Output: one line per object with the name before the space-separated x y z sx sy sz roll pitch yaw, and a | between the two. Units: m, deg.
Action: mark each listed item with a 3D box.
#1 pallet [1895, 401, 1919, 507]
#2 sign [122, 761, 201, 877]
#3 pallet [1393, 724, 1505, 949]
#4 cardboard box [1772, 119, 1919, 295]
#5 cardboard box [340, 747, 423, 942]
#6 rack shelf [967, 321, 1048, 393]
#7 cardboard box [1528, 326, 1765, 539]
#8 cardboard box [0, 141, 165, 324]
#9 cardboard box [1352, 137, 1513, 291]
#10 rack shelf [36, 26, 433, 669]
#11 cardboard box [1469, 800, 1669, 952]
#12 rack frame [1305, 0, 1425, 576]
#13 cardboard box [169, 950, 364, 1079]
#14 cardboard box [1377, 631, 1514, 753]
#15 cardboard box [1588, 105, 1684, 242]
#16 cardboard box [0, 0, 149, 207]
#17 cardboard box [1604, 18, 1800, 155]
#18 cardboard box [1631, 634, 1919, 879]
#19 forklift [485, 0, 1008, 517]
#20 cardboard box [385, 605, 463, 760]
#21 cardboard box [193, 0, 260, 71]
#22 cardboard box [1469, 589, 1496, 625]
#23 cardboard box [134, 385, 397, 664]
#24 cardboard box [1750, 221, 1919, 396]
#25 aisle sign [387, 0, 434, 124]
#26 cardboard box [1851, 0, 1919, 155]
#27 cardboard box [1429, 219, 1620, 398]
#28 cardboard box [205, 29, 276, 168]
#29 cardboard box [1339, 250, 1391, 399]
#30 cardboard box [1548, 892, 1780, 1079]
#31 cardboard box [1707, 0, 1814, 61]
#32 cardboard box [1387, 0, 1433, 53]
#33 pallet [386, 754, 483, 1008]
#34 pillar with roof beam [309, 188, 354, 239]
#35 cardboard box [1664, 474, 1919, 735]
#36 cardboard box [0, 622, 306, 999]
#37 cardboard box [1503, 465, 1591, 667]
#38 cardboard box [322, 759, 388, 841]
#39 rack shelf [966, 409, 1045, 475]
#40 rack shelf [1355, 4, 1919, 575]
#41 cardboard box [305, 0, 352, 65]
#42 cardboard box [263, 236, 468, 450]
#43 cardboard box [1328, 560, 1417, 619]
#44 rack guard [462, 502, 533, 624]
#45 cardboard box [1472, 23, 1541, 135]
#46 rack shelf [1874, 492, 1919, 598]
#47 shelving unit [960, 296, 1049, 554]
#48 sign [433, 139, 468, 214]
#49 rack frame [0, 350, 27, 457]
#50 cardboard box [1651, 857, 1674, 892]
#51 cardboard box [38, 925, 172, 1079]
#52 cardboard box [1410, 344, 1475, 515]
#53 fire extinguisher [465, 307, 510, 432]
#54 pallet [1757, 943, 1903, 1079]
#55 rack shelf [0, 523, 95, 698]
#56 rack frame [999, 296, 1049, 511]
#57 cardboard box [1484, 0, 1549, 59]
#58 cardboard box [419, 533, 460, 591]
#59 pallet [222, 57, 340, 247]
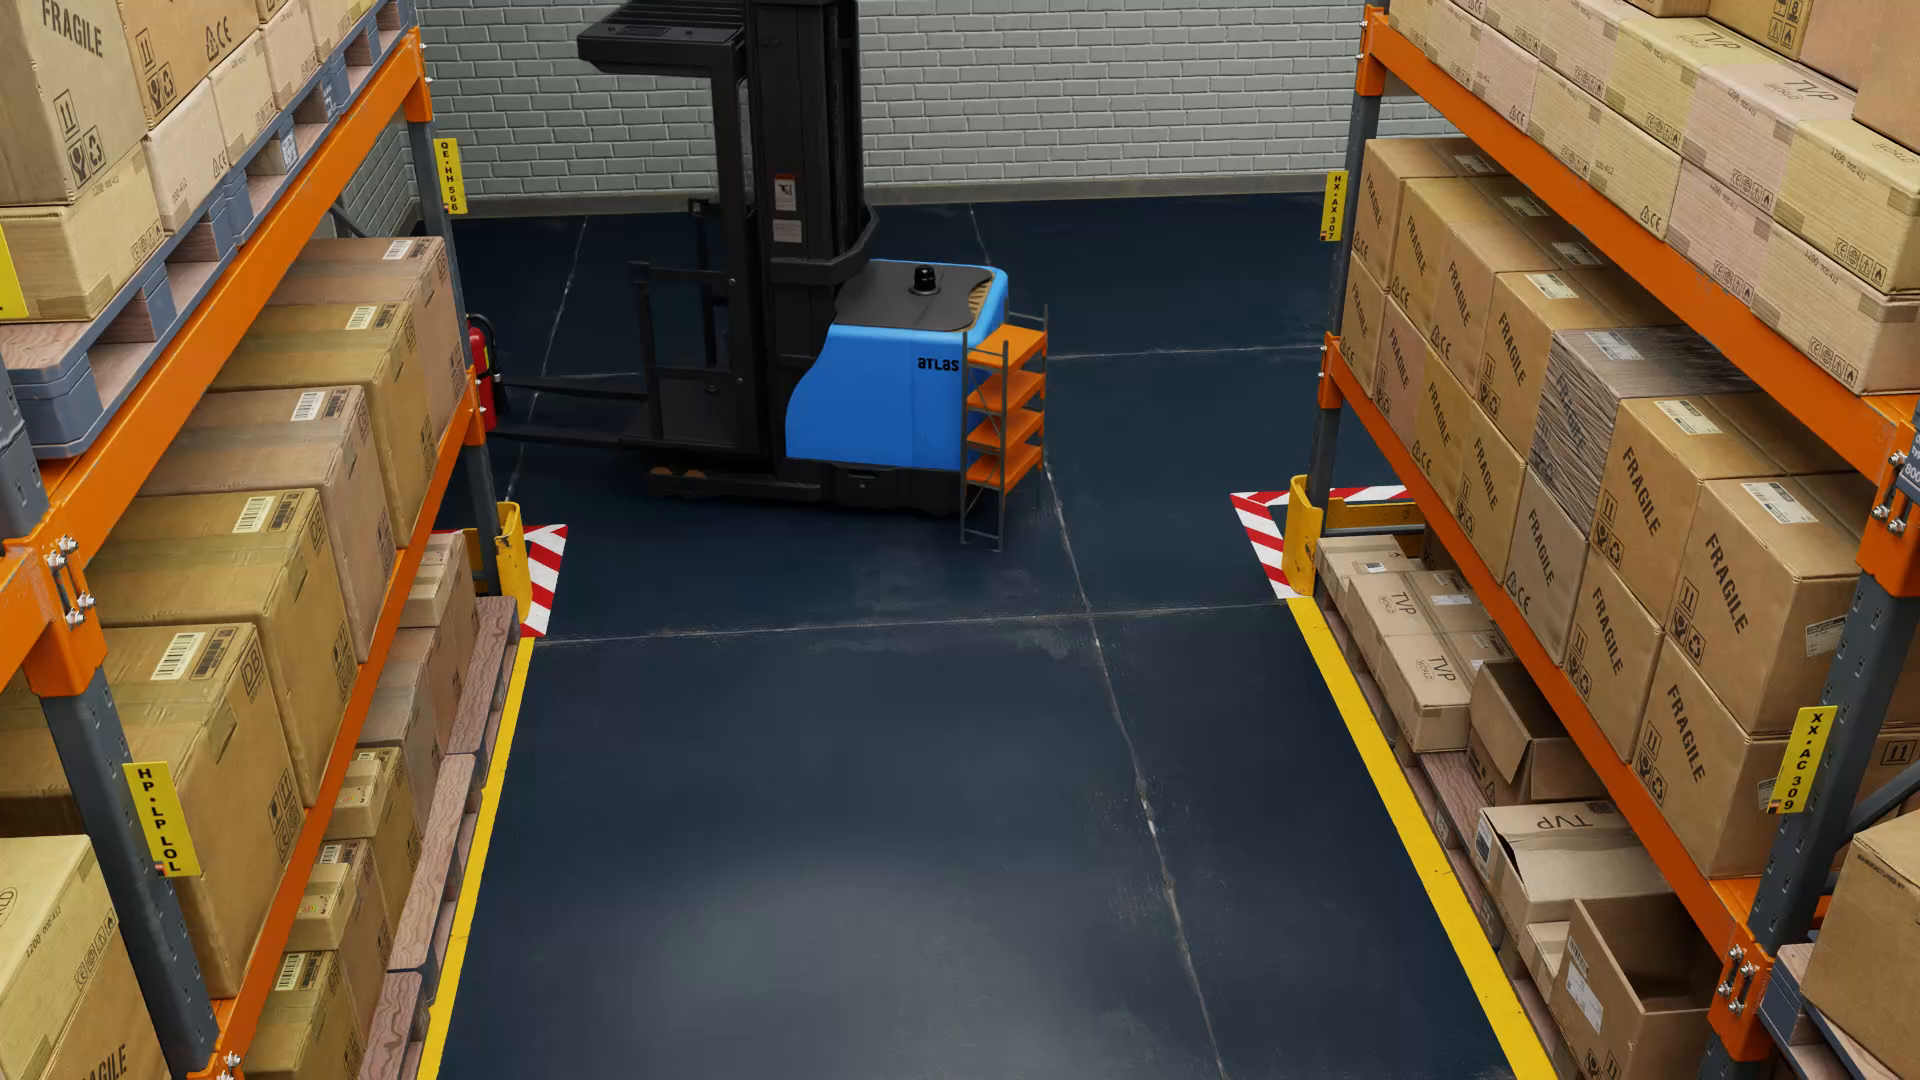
pallet | 2.595 0.012 3.063 1.213 0.211 1.003 -3 31 -5
sign | -1.788 0.628 3.721 0.100 0.325 0.005 -3 31 -5
pallet | 2.424 1.105 6.694 1.003 0.211 1.213 -3 31 -5
cardboard box | 2.289 -0.790 3.882 0.500 0.250 0.500 -3 31 -5
cardboard box | -2.384 1.110 5.995 0.700 0.500 0.500 -2 31 -3
rack shelf | 0.228 -0.923 8.355 0.258 0.148 0.480 15 34 22
cardboard box | 2.202 -0.354 5.345 0.500 0.500 0.500 -3 31 -4
cardboard box | -2.129 -0.690 3.694 0.500 0.250 0.500 -3 31 -5
cardboard box | 2.010 -1.392 7.083 0.500 0.500 0.500 -2 31 -3
rack shelf | -2.514 -0.878 5.071 1.077 0.370 4.000 -3 31 -5
cardboard box | 2.199 1.188 6.029 0.500 0.311 0.500 -3 31 -5
rack frame | 2.231 -1.159 7.766 1.000 3.000 0.127 -3 31 -5
cardboard box | -2.295 1.628 5.127 0.700 0.500 0.500 -2 31 -4
cardboard box | 2.092 0.634 7.016 0.500 0.250 0.500 -3 31 -5
cardboard box | 2.203 -1.087 4.865 0.500 0.250 0.500 -3 31 -5
cardboard box | -2.115 -1.024 3.522 0.500 0.500 0.500 -3 31 -5
cardboard box | 2.201 -1.301 4.737 0.500 0.250 0.500 -3 31 -5
cardboard box | 2.302 0.597 4.728 0.500 0.500 0.500 -2 31 -4
forklift | -1.286 -1.732 8.792 3.031 2.935 1.130 5 31 8
cardboard box | -2.489 0.581 6.880 0.700 0.500 0.500 -3 31 -5
cardboard box | -2.220 -1.538 4.382 0.500 0.500 0.500 -3 31 -4
cardboard box | 2.475 0.345 7.581 0.380 0.166 0.250 -3 31 -5
cardboard box | -2.502 -0.028 5.580 0.980 0.700 0.700 -4 31 -7
cardboard box | 2.294 -0.576 4.010 0.500 0.250 0.500 -3 31 -5
aisle sign | -2.409 -2.087 6.784 0.394 0.787 0.004 -3 31 -5
cardboard box | 2.521 -1.123 3.708 0.700 0.500 0.500 -3 31 -5
cardboard box | 2.108 -0.870 6.209 0.500 0.500 0.500 -2 31 -4
cardboard box | -2.218 -1.212 4.568 0.500 0.250 0.500 -4 31 -6
cardboard box | 2.010 -0.963 7.340 0.500 0.500 0.500 -2 31 -4
cardboard box | 2.269 1.490 5.339 0.500 0.500 0.500 -3 31 -5
cardboard box | 2.563 -1.640 4.574 0.700 0.500 0.500 -3 31 -5
cardboard box | 2.026 -2.108 6.575 0.500 0.250 0.500 -3 31 -5
pallet | -2.438 1.303 6.363 1.003 0.211 1.213 -3 31 -5
pillar with roof beam | 0.472 -5.039 8.411 9.100 9.000 0.400 -3 31 -5
cardboard box | 2.299 0.165 4.476 0.500 0.500 0.500 -3 31 -4
cardboard box | -2.362 0.716 4.334 0.980 0.700 0.700 -2 31 -4
cardboard box | 2.202 0.072 5.607 0.500 0.500 0.500 -2 31 -3
cardboard box | -2.194 0.900 5.714 0.380 0.149 0.250 -4 31 -6
rack shelf | 0.224 -0.529 8.593 0.258 0.148 0.480 15 34 22
rack shelf | 2.418 -1.117 5.471 1.077 0.370 4.000 -3 31 -5
cardboard box | -2.318 -1.740 5.452 0.500 0.250 0.500 -4 31 -6
cardboard box | -2.643 -0.789 6.853 0.980 0.700 0.700 -1 31 -2
cardboard box | 1.951 0.226 7.780 0.380 0.166 0.250 -3 31 -5
rack guard | -2.703 0.141 8.027 1.175 0.500 0.348 -3 31 -5
cardboard box | 2.108 -1.597 5.720 0.500 0.250 0.500 -3 31 -5
rack shelf | 2.791 0.925 2.052 1.077 0.370 4.000 -3 31 -5
shelving unit | 0.224 -0.586 8.558 0.258 1.200 0.503 15 34 22
sign | -2.159 -1.538 7.039 0.100 0.325 0.005 -3 31 -5
rack frame | -2.327 -1.453 2.408 1.000 3.000 0.127 -3 31 -5
cardboard box | 2.690 1.245 6.075 0.380 0.166 0.250 -3 31 -5
cardboard box | -2.033 1.167 3.465 0.500 0.500 0.500 -3 31 -5
cardboard box | 2.107 -0.443 6.470 0.500 0.500 0.500 -3 31 -5
fire extinguisher | -2.256 -0.826 7.647 0.296 0.674 0.183 -3 31 -5
pallet | 2.570 1.379 3.704 1.003 0.211 1.213 -3 31 -5
rack shelf | -2.140 1.164 1.652 1.077 0.370 4.000 -3 31 -5
rack frame | 0.331 -0.699 8.747 0.240 1.200 0.015 15 34 22
cardboard box | 2.112 -1.812 5.592 0.500 0.250 0.500 -3 31 -5
cardboard box | -2.343 0.104 7.047 0.380 0.149 0.250 -3 31 -5
pallet | -2.504 -1.167 4.940 1.003 0.211 1.213 -3 31 -5
